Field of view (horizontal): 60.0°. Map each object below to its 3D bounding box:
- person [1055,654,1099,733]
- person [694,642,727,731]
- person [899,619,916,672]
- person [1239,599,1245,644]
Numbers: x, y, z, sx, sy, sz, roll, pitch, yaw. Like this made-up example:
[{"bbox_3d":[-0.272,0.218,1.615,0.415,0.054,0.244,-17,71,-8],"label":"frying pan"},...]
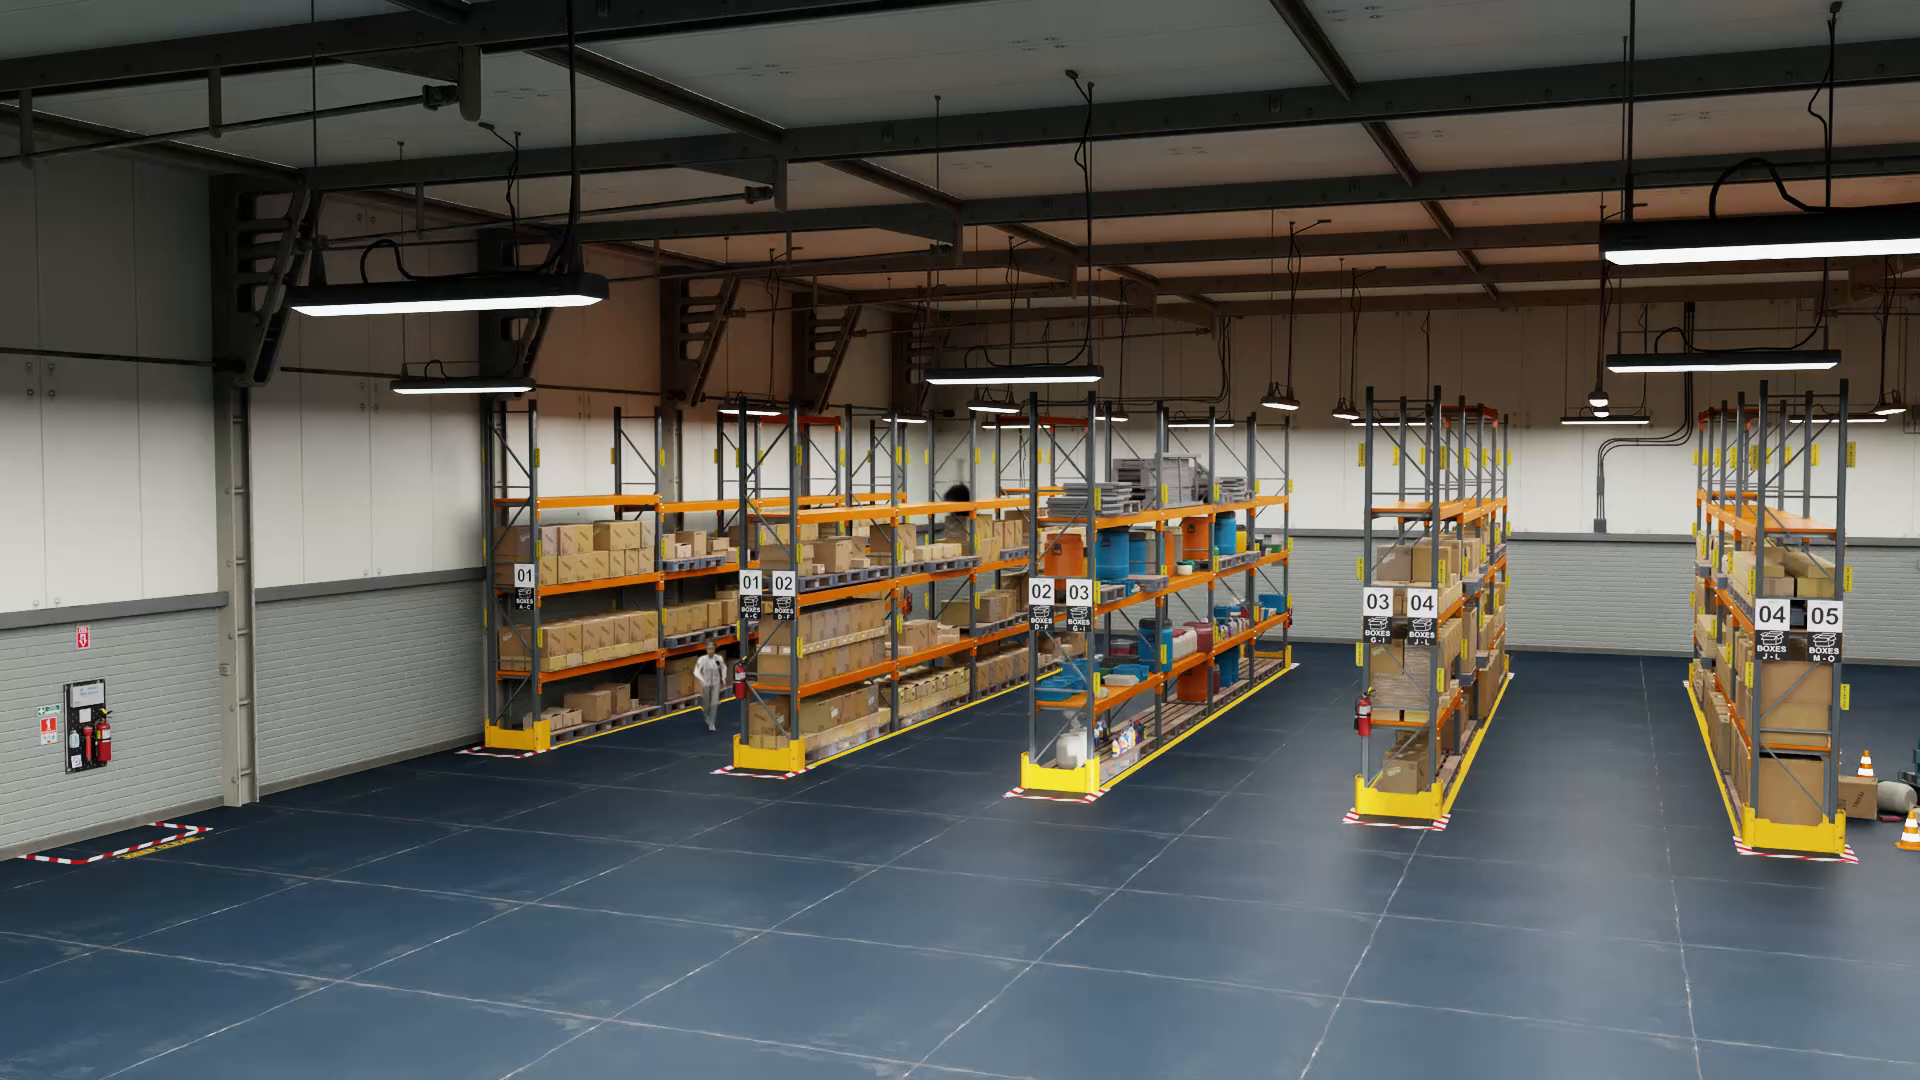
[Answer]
[{"bbox_3d":[2.108,2.781,30.101,0.932,1.498,0.612,-2,3,-33],"label":"person"},{"bbox_3d":[-4.613,2.671,30.747,0.613,1.651,0.788,-1,3,-12],"label":"person"},{"bbox_3d":[-1.208,2.423,35.844,0.664,1.613,0.936,0,3,4],"label":"person"},{"bbox_3d":[7.488,2.109,43.924,0.572,1.484,0.946,-1,3,-24],"label":"person"}]
